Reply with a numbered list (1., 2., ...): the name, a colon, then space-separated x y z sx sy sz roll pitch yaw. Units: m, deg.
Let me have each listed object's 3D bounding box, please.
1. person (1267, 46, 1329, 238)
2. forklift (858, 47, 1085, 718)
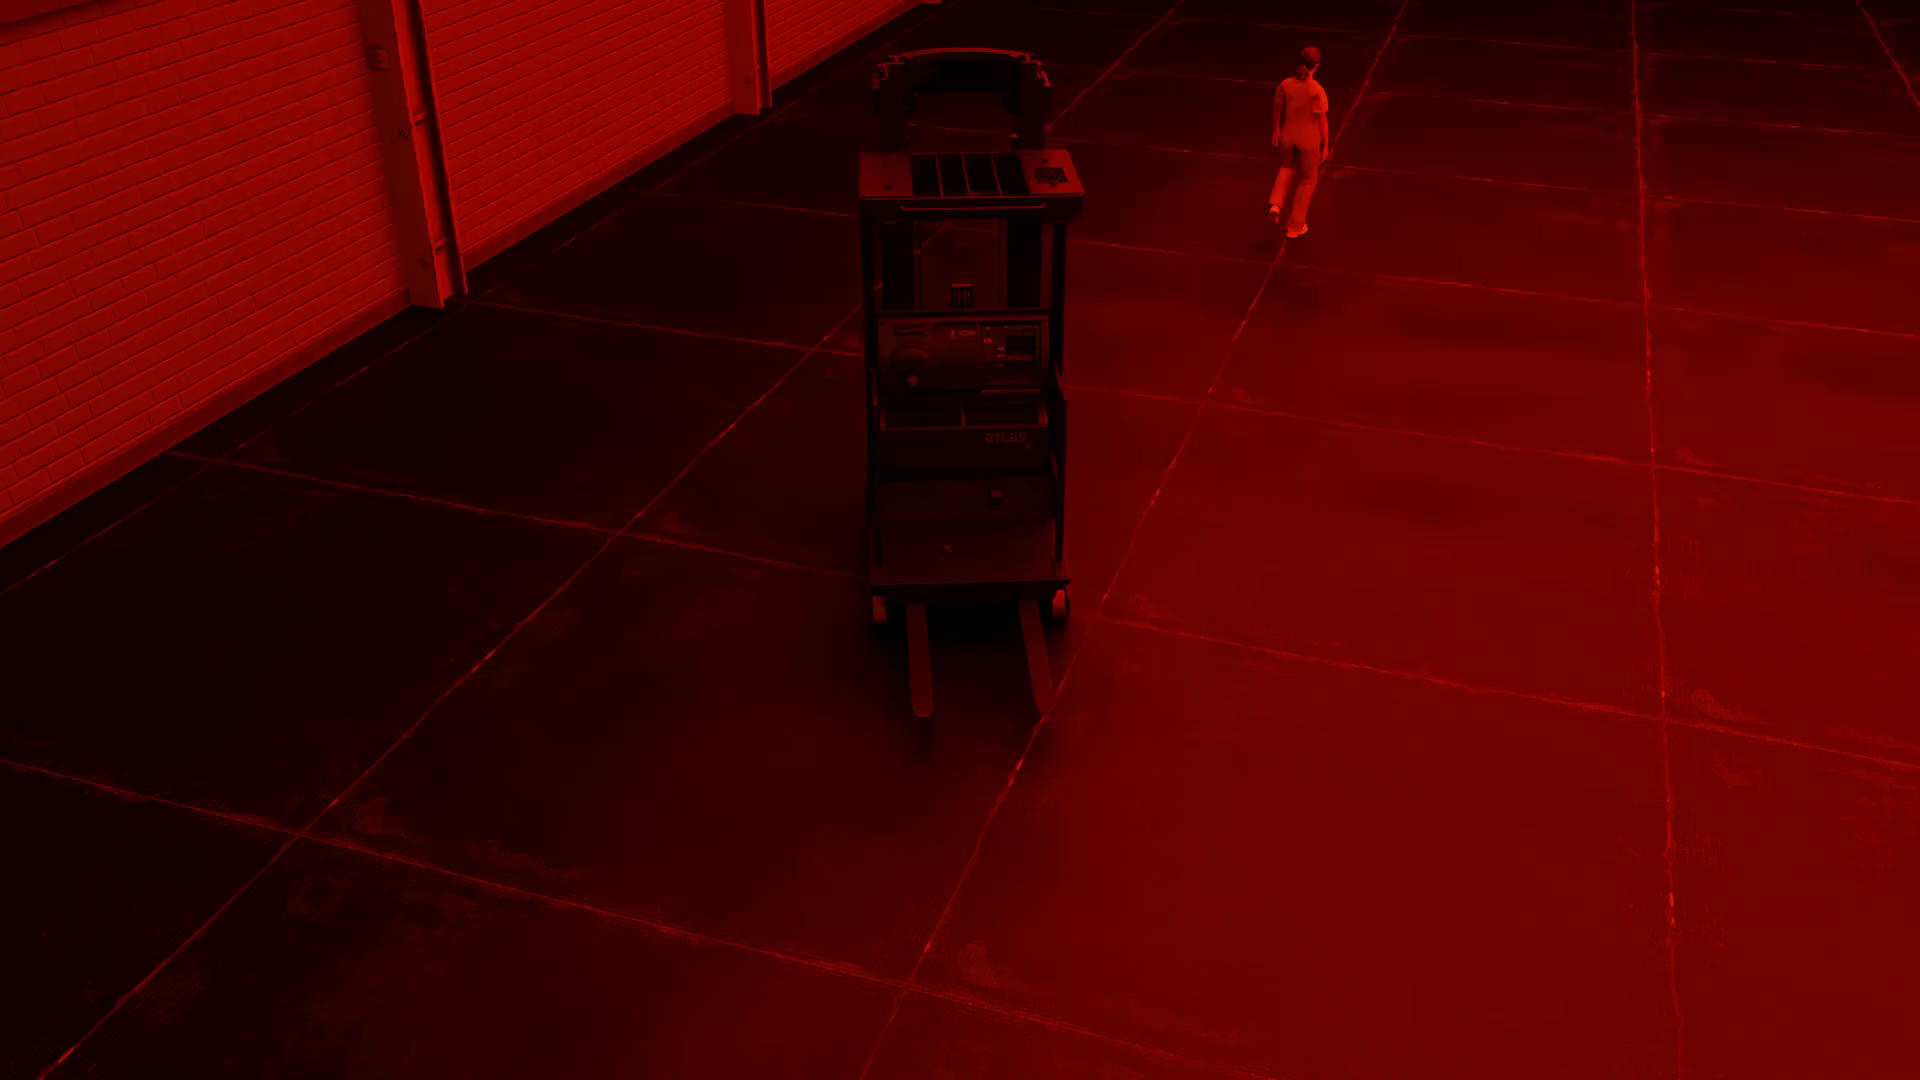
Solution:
1. person: 2.986 -3.492 14.553 0.587 1.655 0.459 20 35 30
2. forklift: 0.035 -0.972 8.842 1.130 2.935 3.031 -2 30 -3
